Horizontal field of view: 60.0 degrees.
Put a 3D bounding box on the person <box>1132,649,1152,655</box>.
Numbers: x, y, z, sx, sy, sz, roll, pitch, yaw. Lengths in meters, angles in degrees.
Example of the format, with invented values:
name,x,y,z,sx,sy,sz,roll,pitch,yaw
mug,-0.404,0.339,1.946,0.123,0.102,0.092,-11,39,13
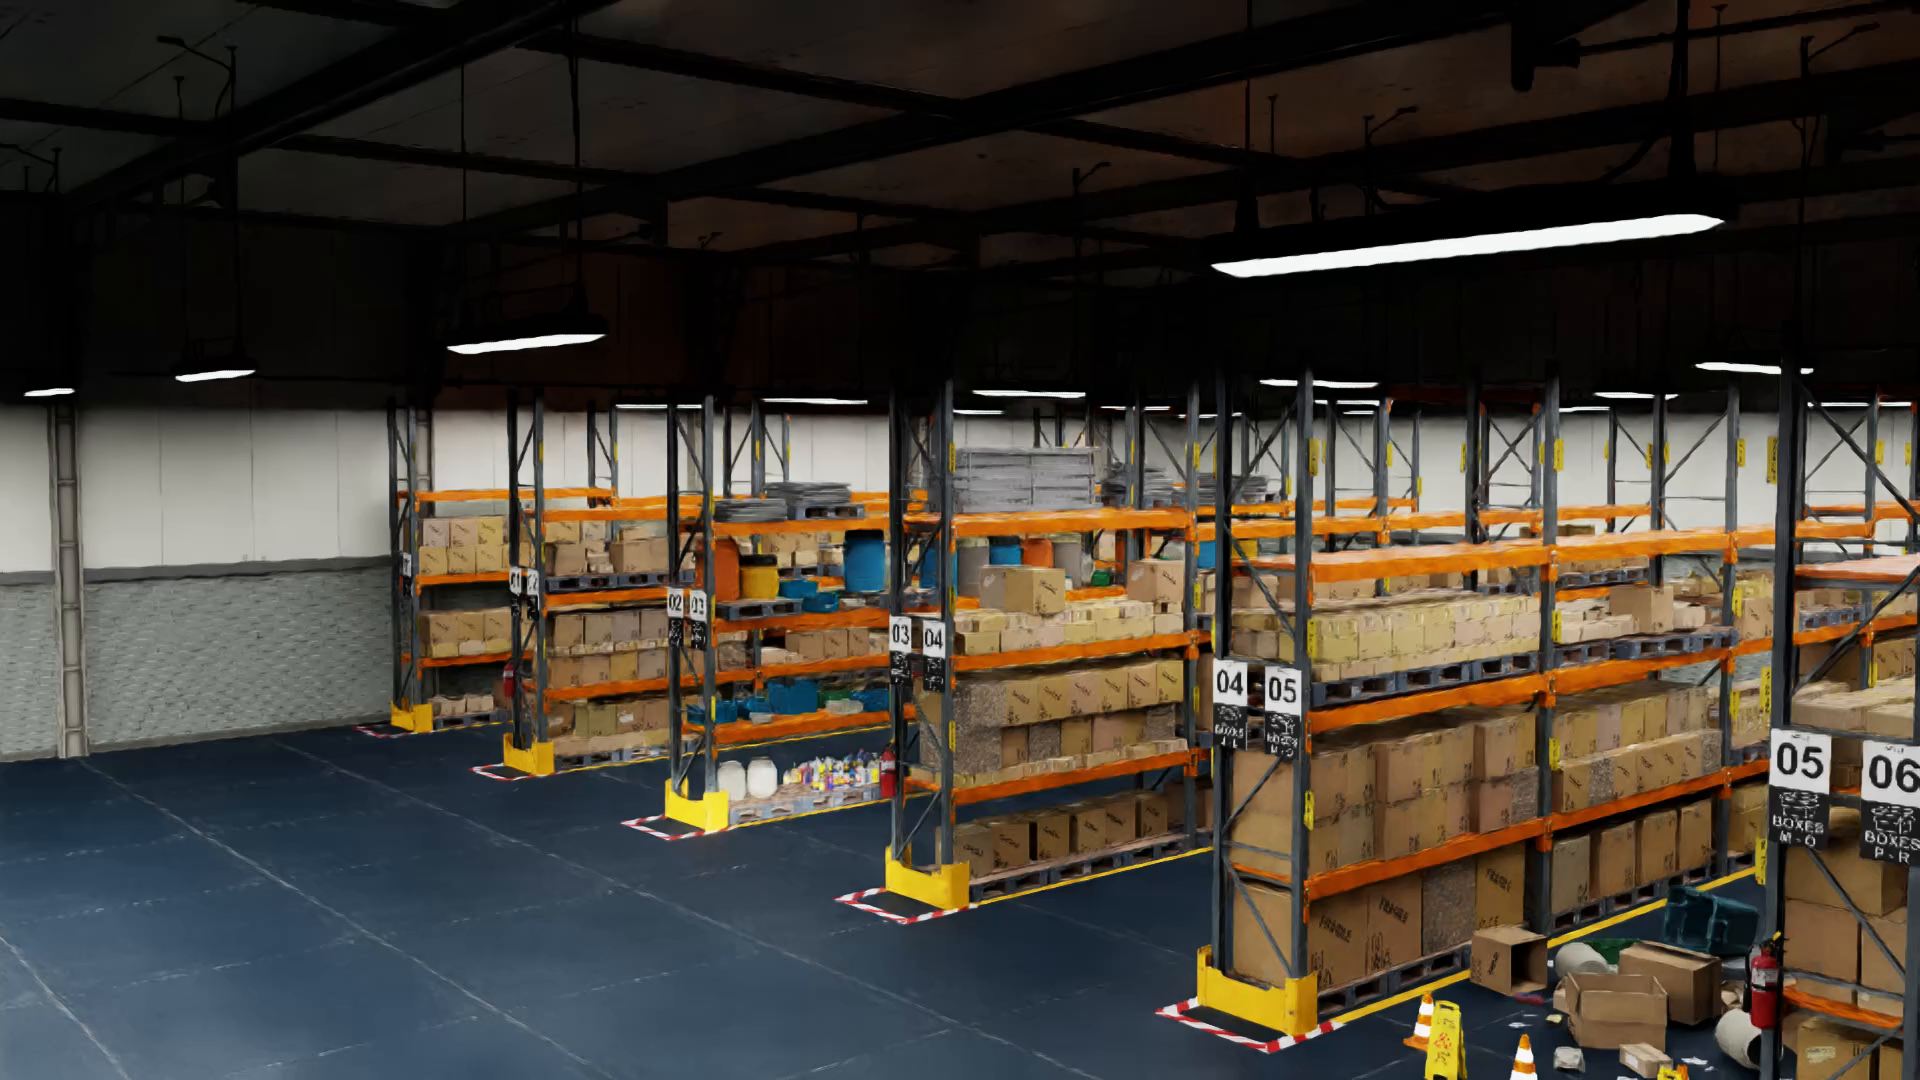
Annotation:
name,x,y,z,sx,sy,sz,roll,pitch,yaw
person,3.611,2.420,33.248,1.090,1.583,0.497,-3,4,-38
